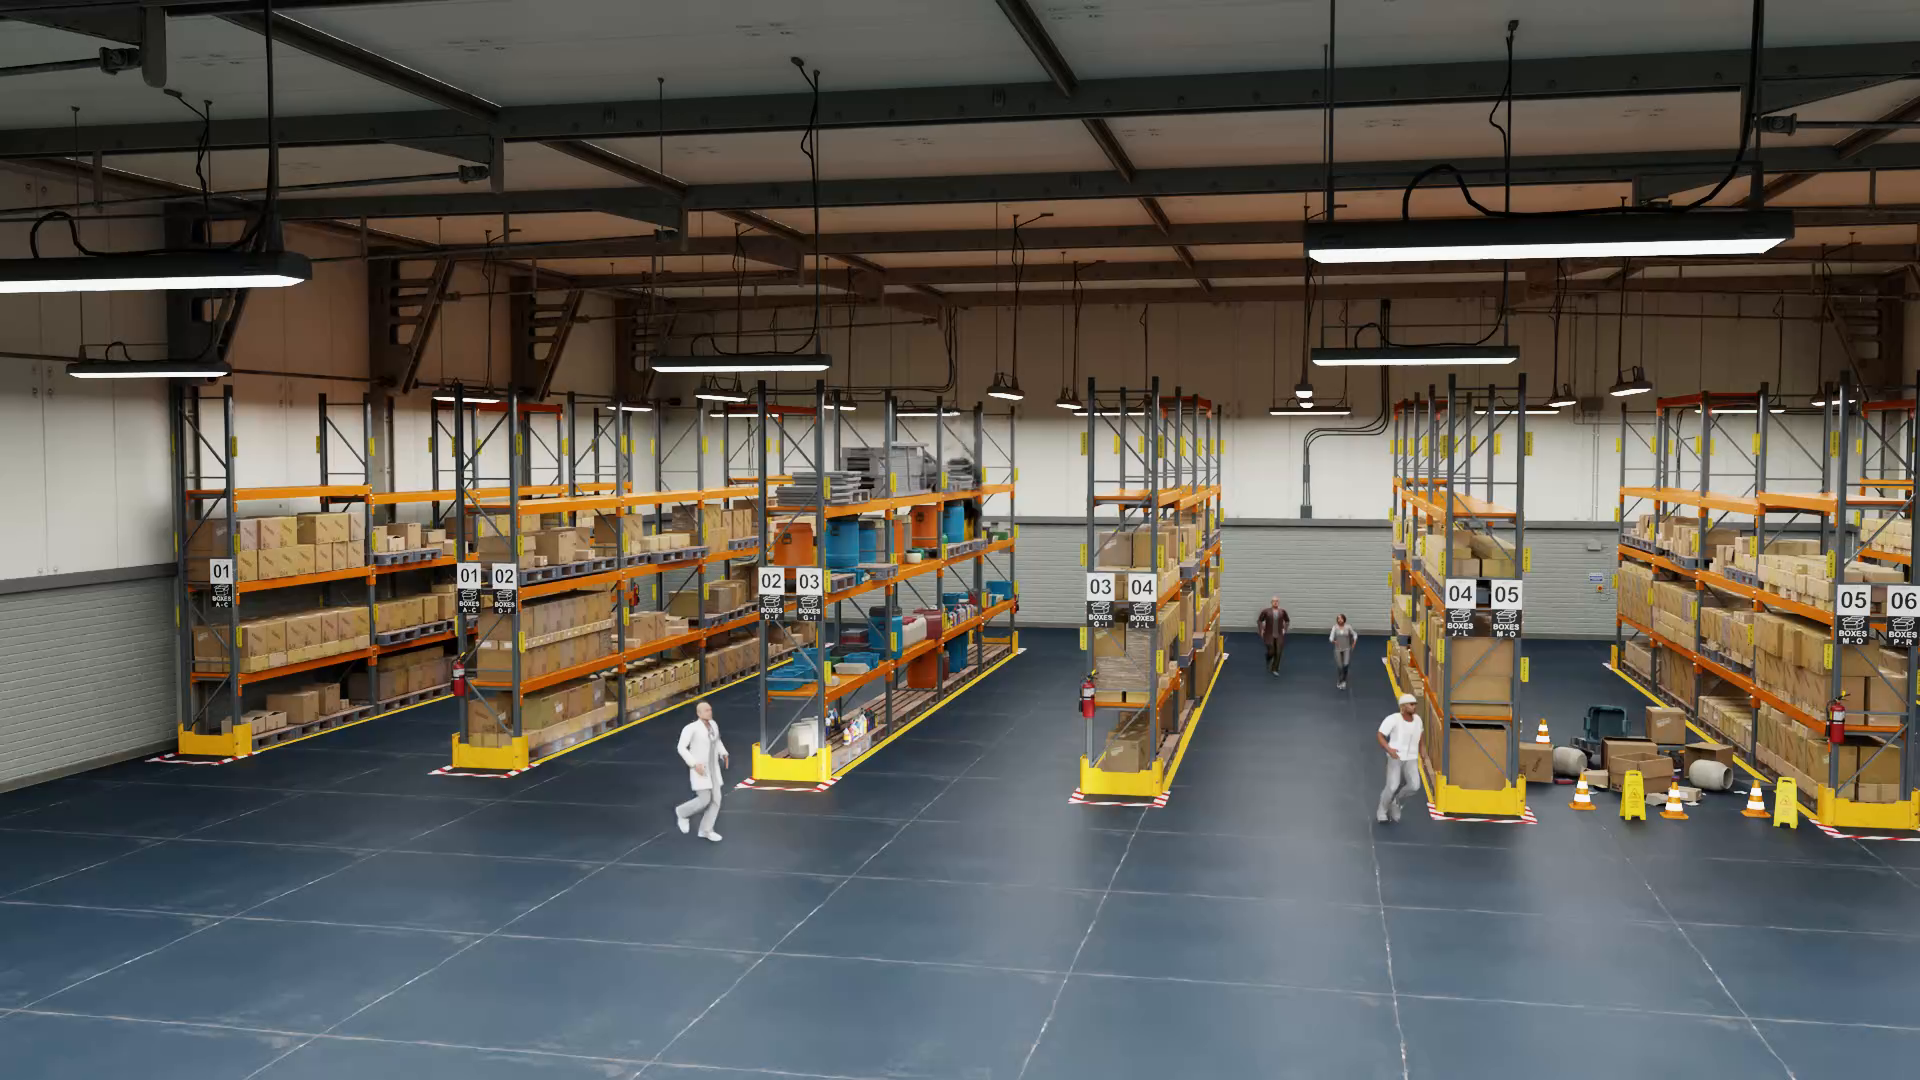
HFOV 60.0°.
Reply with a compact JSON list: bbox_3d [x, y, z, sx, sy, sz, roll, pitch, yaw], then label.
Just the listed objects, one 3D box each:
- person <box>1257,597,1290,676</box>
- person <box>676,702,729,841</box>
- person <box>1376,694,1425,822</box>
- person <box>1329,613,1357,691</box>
[{"bbox_3d":[6.883,2.106,36.426,0.712,1.734,0.636,0,3,2],"label":"person"},{"bbox_3d":[-3.309,2.943,21.294,0.683,1.753,0.736,2,4,36],"label":"person"},{"bbox_3d":[5.918,2.898,22.133,0.766,1.700,0.575,-1,3,-13],"label":"person"},{"bbox_3d":[7.877,2.304,34.227,0.548,1.585,0.661,1,3,17],"label":"person"}]
